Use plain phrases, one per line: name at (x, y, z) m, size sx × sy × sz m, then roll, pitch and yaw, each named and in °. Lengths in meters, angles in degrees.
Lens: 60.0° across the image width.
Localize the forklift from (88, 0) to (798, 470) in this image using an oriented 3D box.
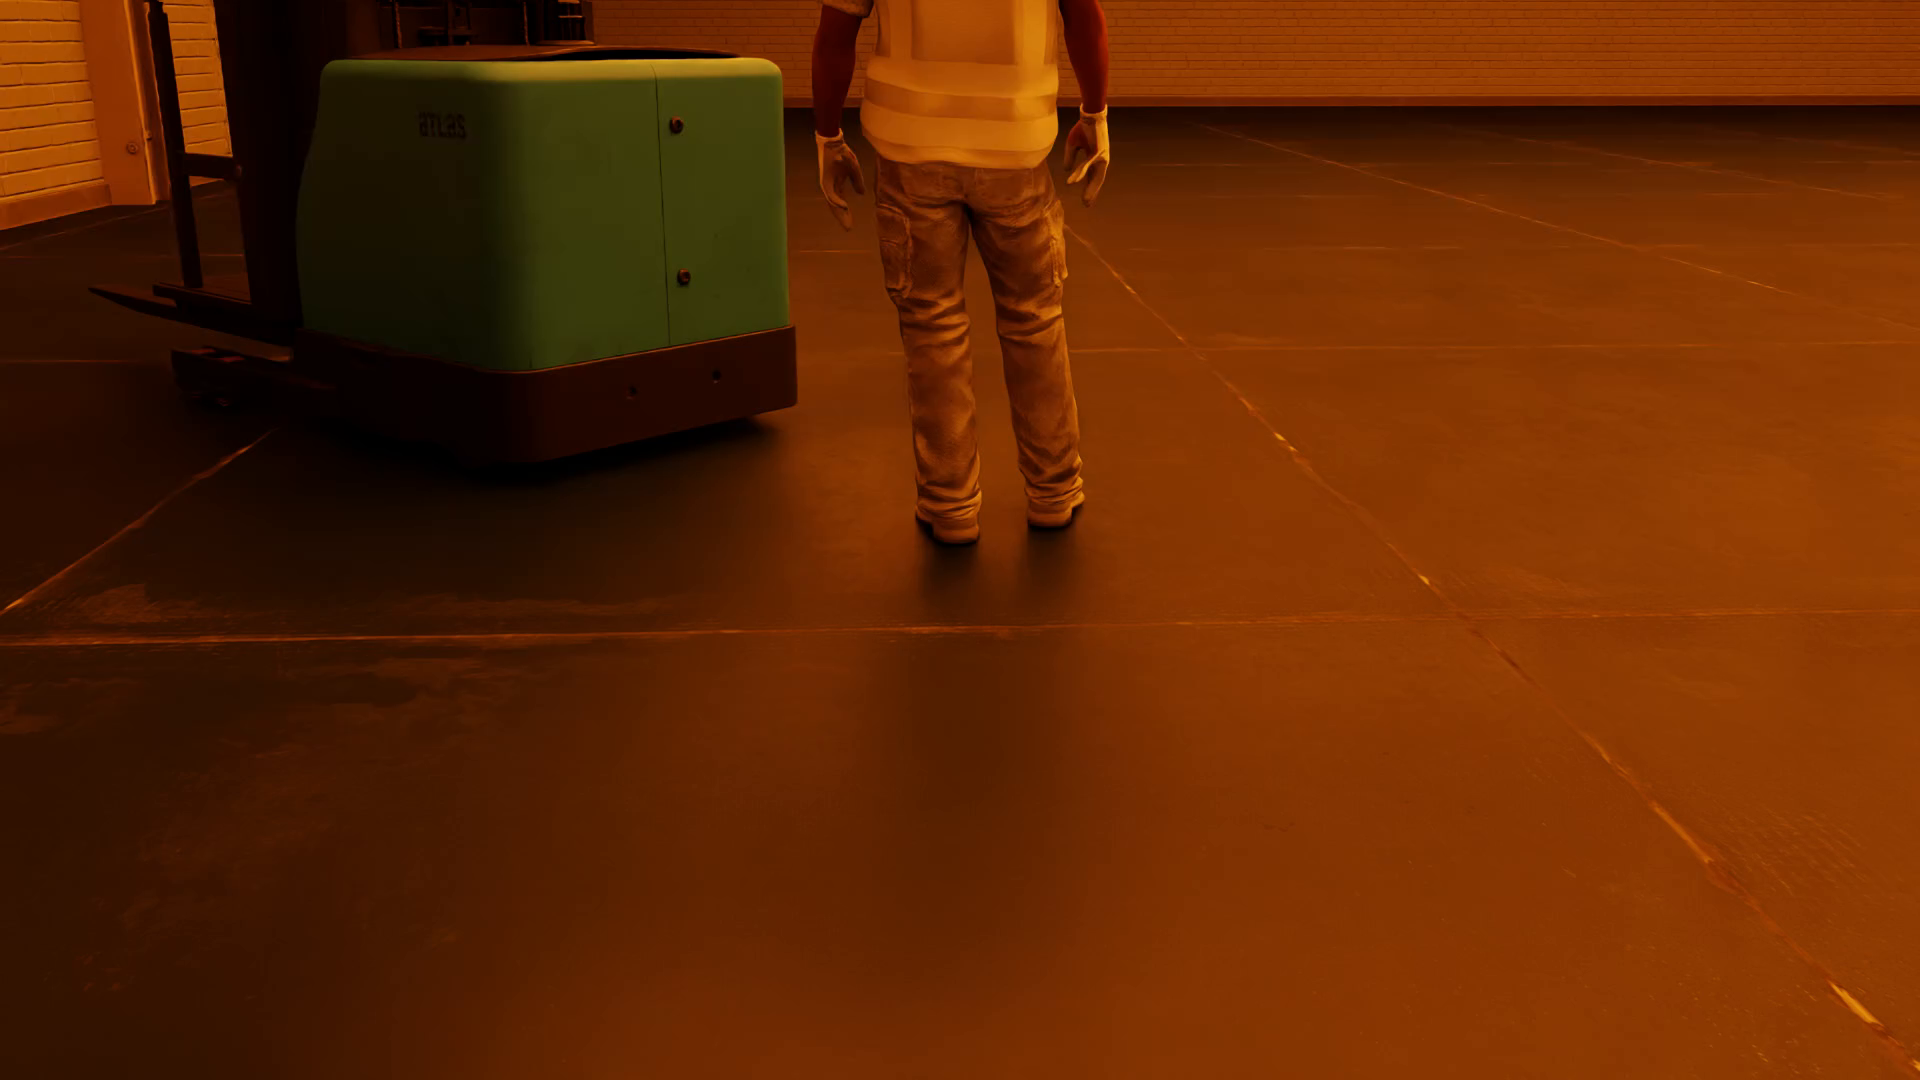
forklift at (-1.933, -1.926, 5.202) m, size 3.031 × 2.935 × 1.130 m, roll 14°, pitch 22°, yaw 39°

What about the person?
person at (0.005, -0.881, 3.724) m, size 0.656 × 1.781 × 0.577 m, roll -1°, pitch 17°, yaw -3°
